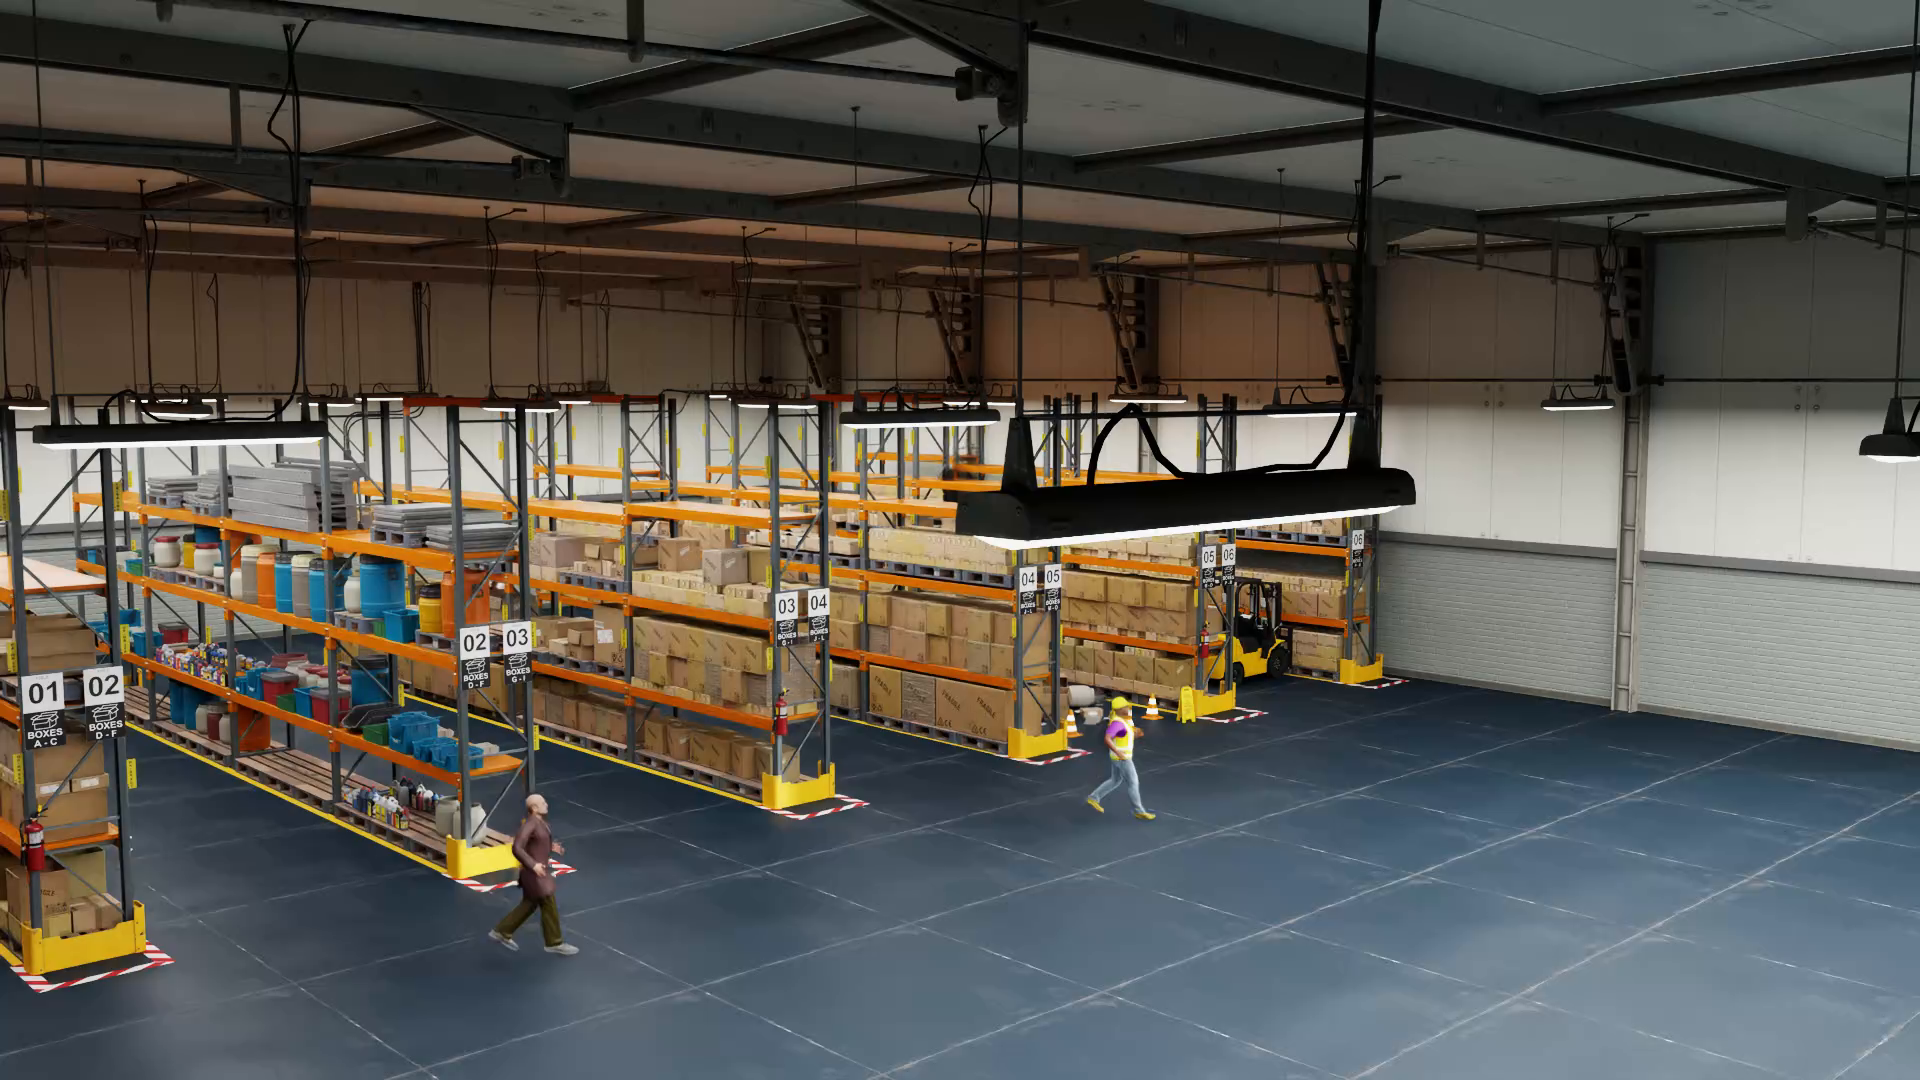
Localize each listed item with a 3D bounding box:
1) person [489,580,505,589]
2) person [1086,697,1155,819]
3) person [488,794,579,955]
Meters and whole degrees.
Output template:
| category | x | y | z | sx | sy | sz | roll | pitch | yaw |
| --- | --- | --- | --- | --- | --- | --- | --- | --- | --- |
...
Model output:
| category | x | y | z | sx | sy | sz | roll | pitch | yaw |
| --- | --- | --- | --- | --- | --- | --- | --- | --- | --- |
| person | -11.159 | 1.637 | 39.850 | 0.801 | 1.770 | 0.837 | 3 | 6 | 27 |
| person | 2.314 | 3.118 | 23.866 | 0.990 | 1.750 | 0.701 | 0 | 6 | -1 |
| person | -4.690 | 3.662 | 18.217 | 0.959 | 1.792 | 0.700 | -1 | 6 | -13 |
